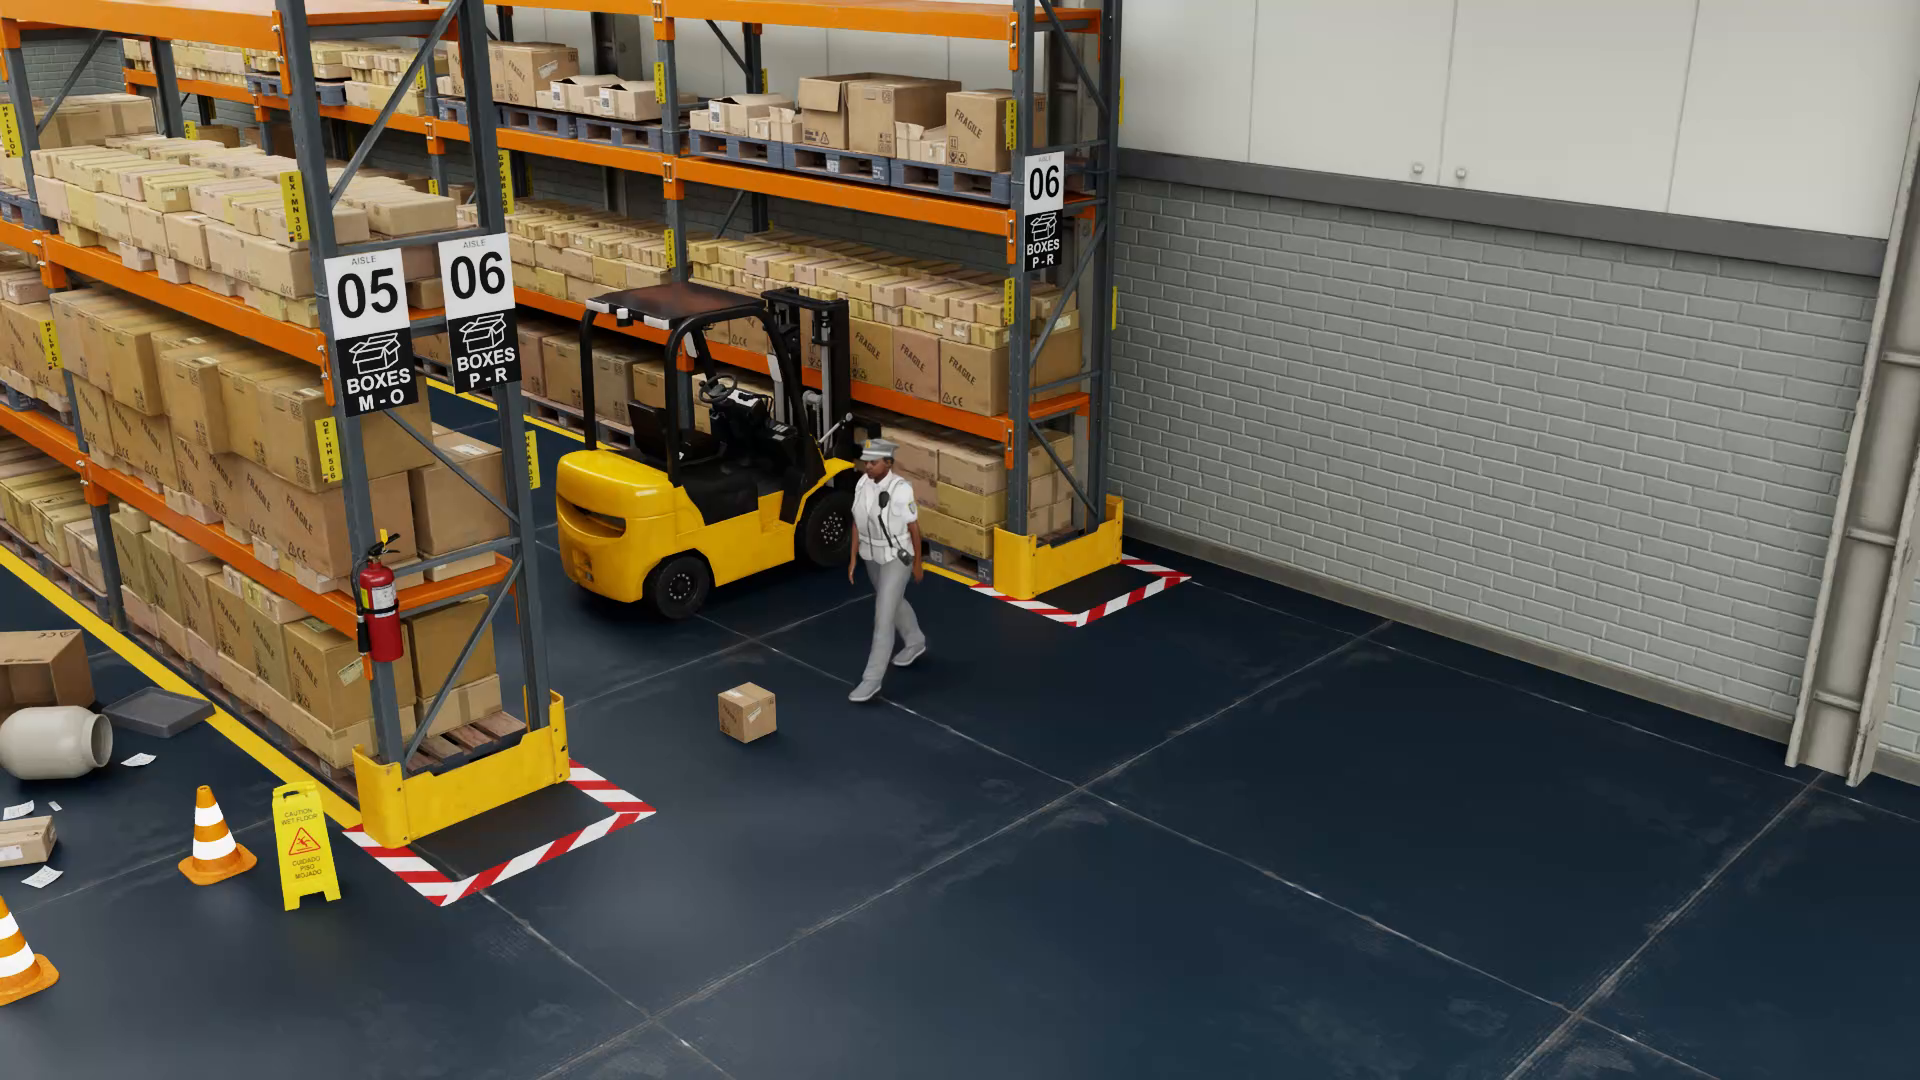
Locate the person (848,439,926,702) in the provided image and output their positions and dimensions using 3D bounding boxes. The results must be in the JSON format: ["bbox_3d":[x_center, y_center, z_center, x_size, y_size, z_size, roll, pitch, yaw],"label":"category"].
[{"bbox_3d":[-0.516,0.131,10.678,0.463,1.631,0.893,19,28,40],"label":"person"}]
